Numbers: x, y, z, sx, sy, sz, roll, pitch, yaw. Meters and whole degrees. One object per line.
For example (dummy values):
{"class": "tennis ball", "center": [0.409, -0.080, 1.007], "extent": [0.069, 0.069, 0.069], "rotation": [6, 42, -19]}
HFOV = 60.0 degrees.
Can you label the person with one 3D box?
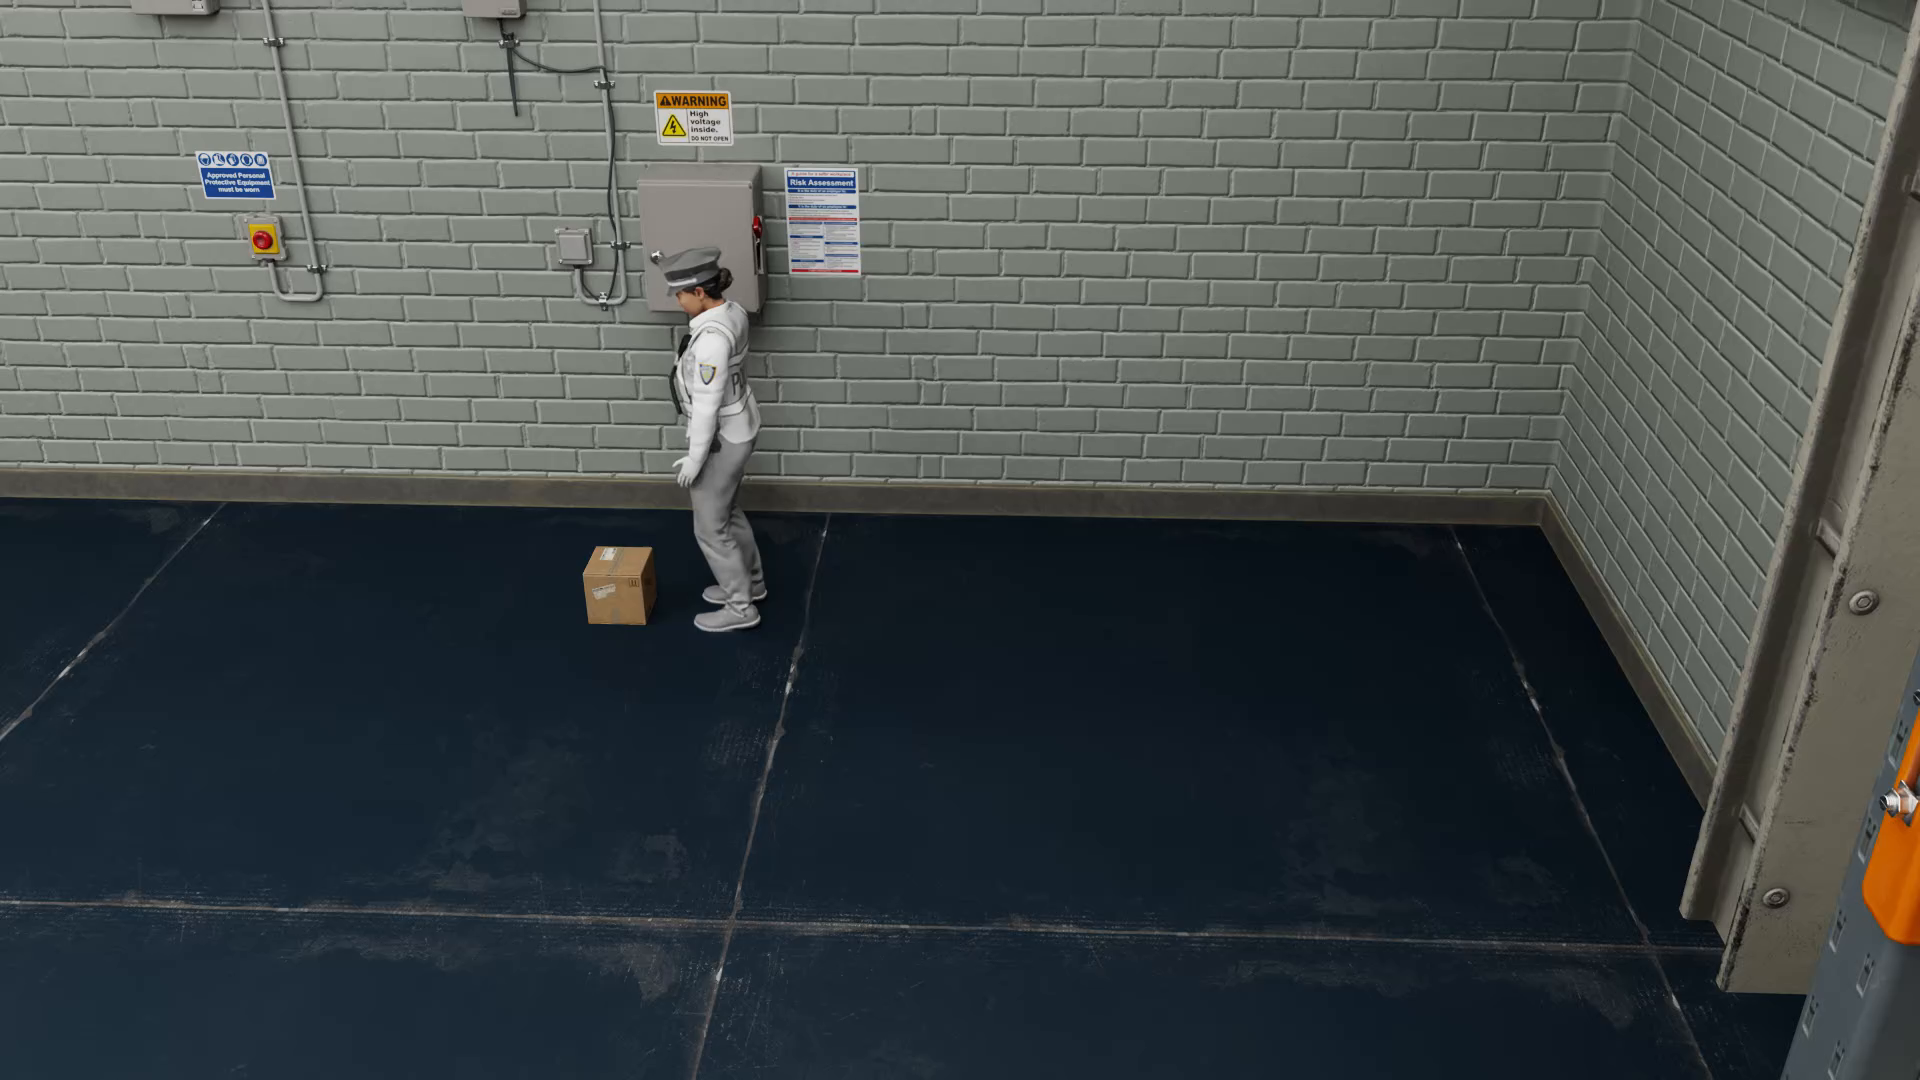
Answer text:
{"class": "person", "center": [-0.998, -0.307, 6.932], "extent": [0.328, 1.449, 0.479], "rotation": [2, 28, 3]}
